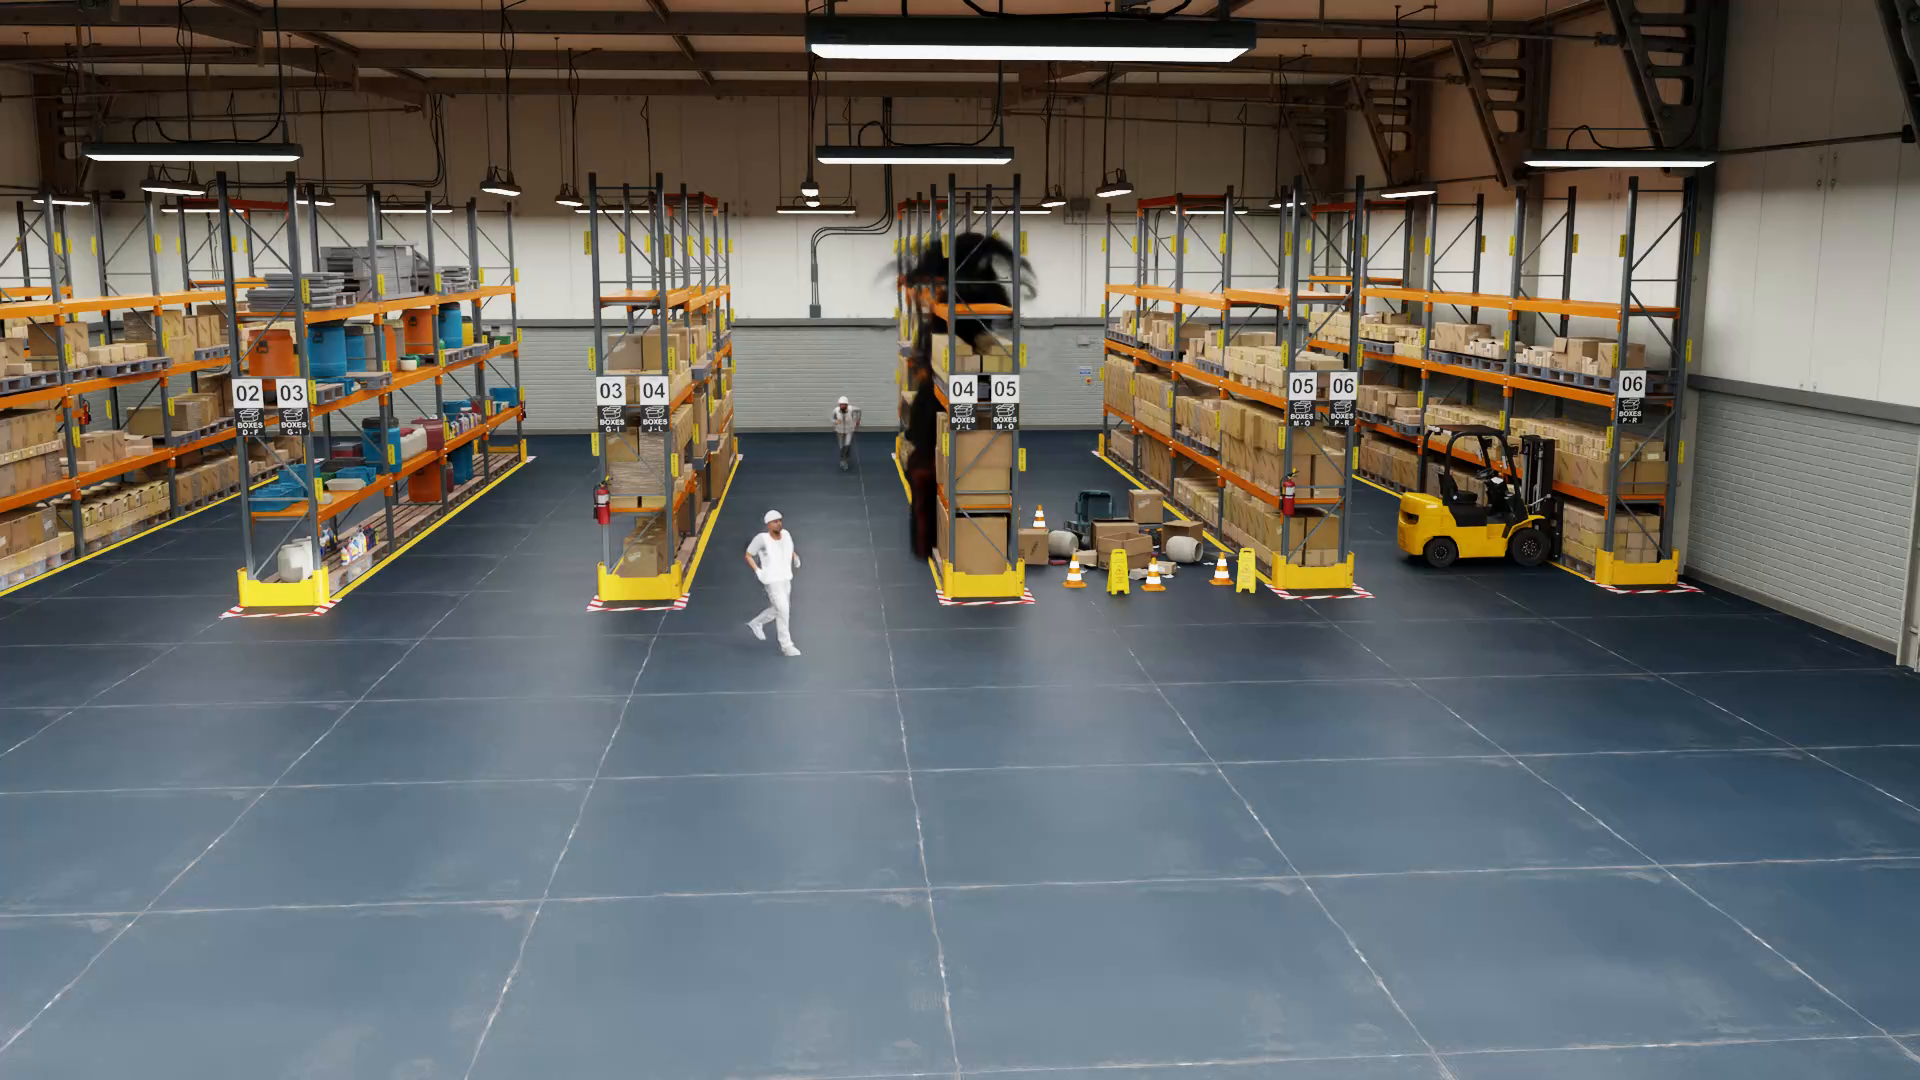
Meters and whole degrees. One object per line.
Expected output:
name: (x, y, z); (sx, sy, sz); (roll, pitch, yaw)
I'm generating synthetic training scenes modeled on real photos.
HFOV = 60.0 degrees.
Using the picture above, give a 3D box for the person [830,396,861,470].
person: (-2.593, -2.431, 37.754); (0.695, 1.718, 0.974); (0, 10, 0)

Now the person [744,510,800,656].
person: (-2.291, 0.510, 20.720); (0.850, 1.788, 0.670); (8, 13, 39)
